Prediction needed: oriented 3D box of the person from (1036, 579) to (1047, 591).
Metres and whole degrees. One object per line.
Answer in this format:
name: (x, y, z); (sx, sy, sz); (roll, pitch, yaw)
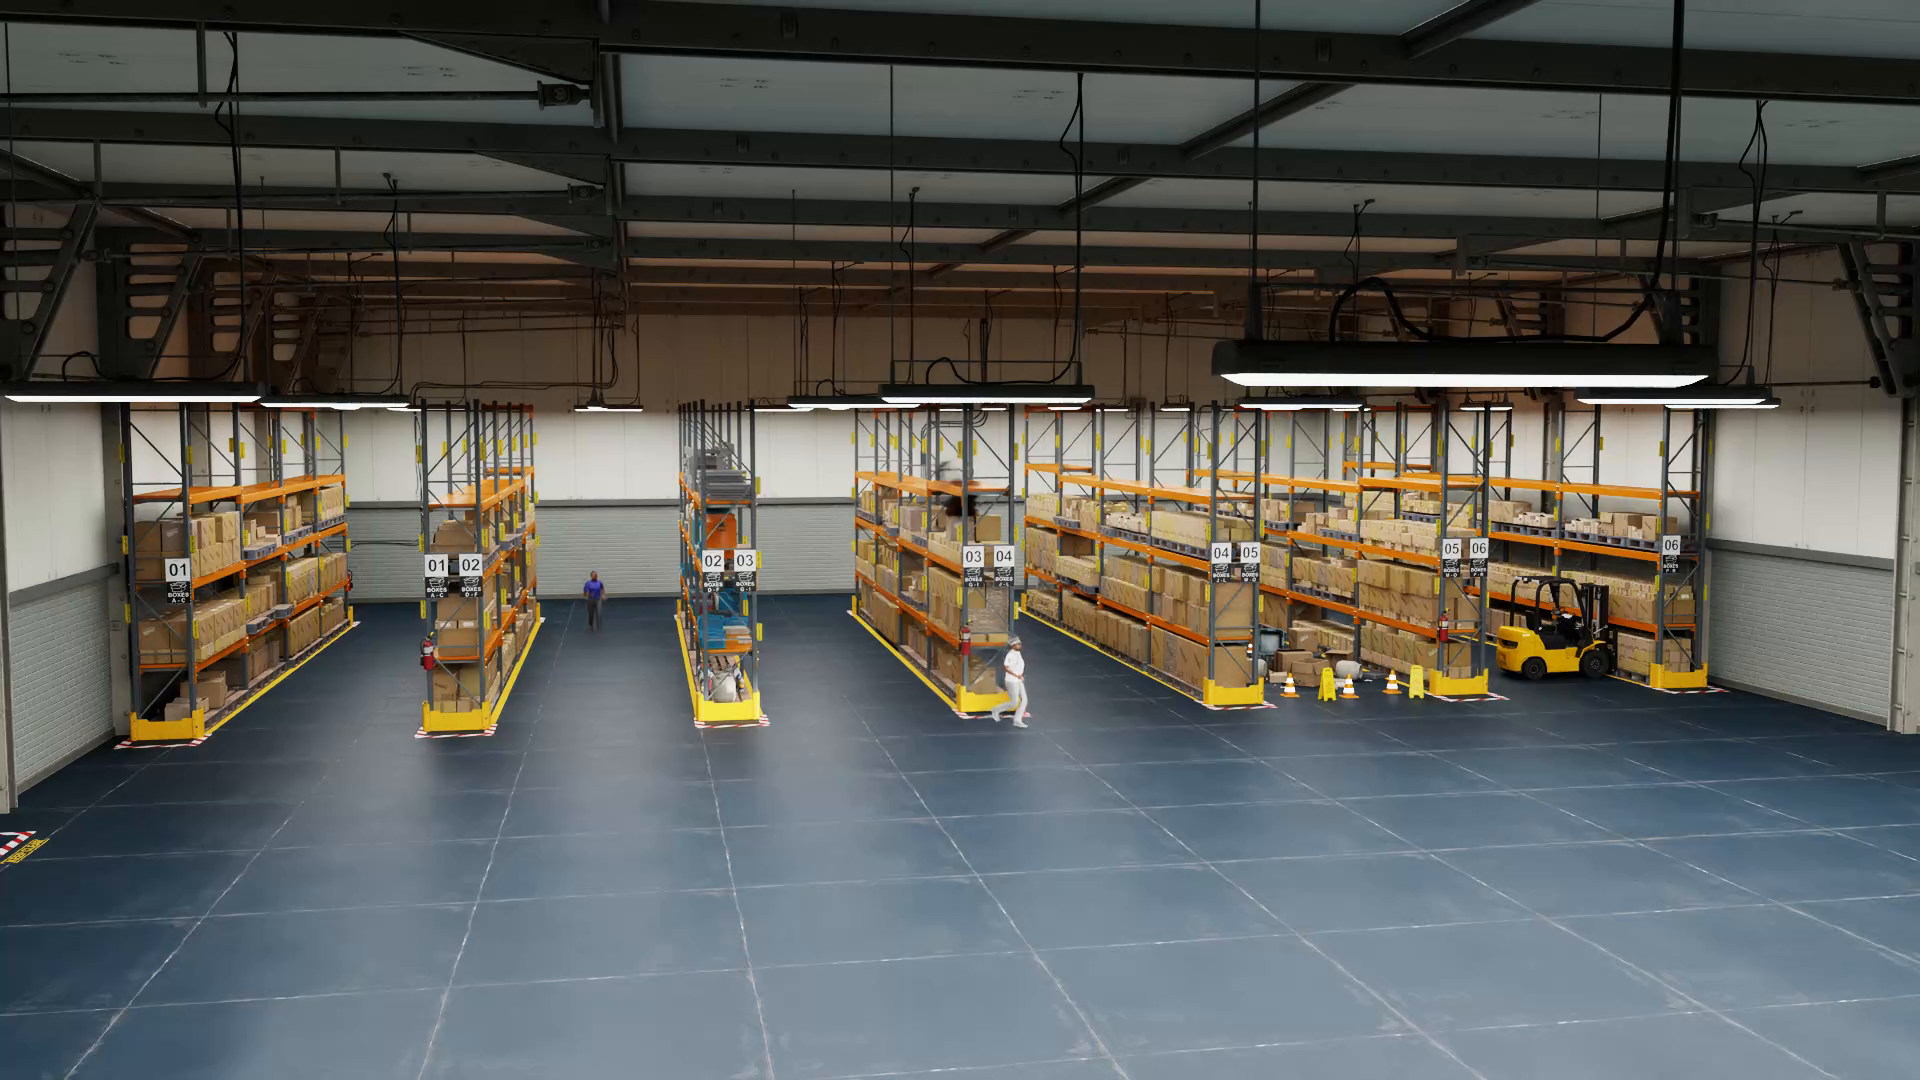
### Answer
person: (2.513, 1.149, 50.059); (0.692, 1.671, 0.741); (1, 5, 18)

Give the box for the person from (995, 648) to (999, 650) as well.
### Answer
person: (0.727, 1.793, 40.577); (0.686, 1.838, 0.826); (-1, 4, -13)

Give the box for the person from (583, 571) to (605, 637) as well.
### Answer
person: (-9.474, 1.632, 43.106); (0.579, 1.661, 0.935); (-2, 5, -21)

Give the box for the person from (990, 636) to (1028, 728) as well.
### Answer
person: (0.951, 2.595, 30.556); (0.715, 1.671, 0.601); (2, 5, 22)
